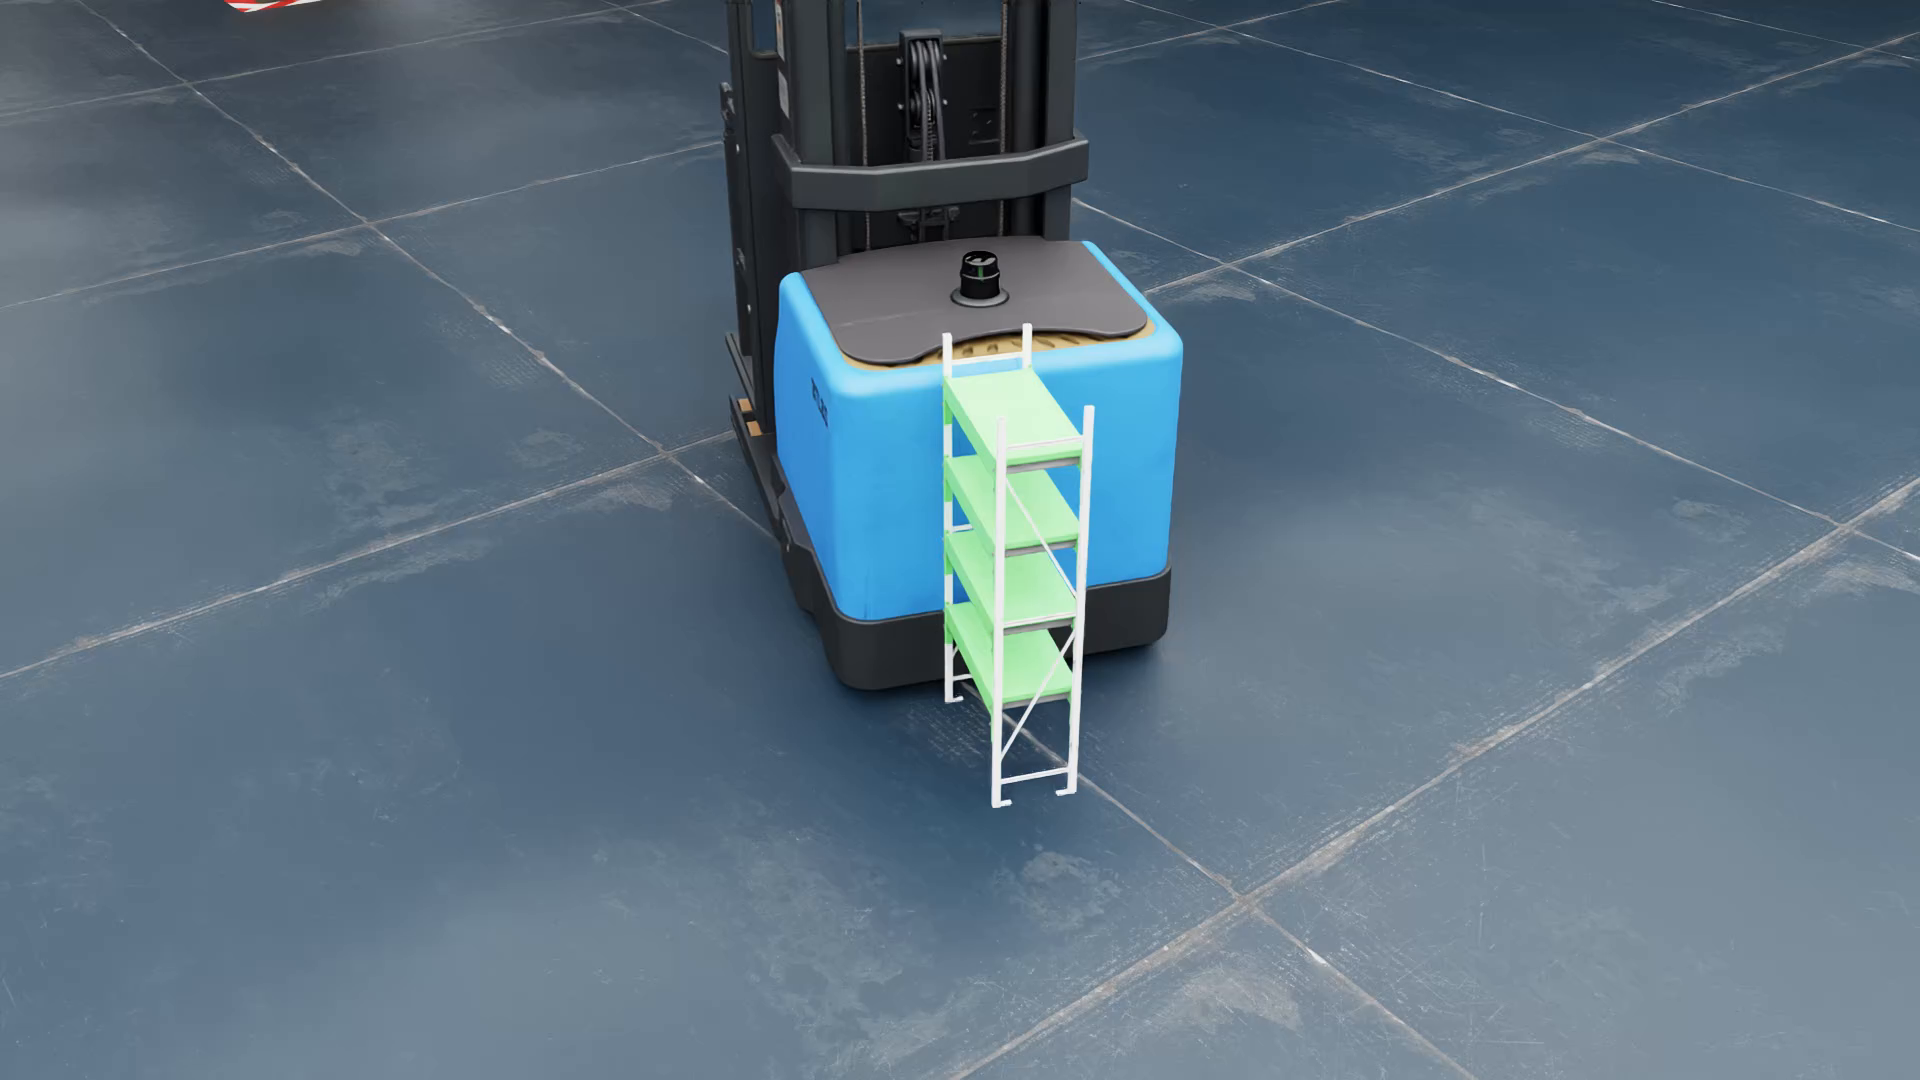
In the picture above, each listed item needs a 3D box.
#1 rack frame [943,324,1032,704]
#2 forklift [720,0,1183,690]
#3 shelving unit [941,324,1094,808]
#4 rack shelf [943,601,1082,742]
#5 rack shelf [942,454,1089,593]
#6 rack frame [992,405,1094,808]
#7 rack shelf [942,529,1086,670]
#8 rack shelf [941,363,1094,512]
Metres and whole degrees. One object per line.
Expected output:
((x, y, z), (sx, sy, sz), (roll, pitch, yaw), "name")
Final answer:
((0.072, -0.042, 4.680), (0.240, 1.200, 0.015), (-8, 33, -13), "rack frame")
((-0.248, -1.572, 5.503), (1.130, 2.935, 3.031), (-9, 33, -13), "forklift")
((0.138, 0.082, 4.480), (0.258, 1.200, 0.503), (-8, 33, -13), "shelving unit")
((0.138, 0.340, 4.641), (0.258, 0.148, 0.480), (-8, 33, -13), "rack shelf")
((0.138, -0.067, 4.388), (0.258, 0.148, 0.480), (-8, 33, -13), "rack shelf")
((0.205, 0.206, 4.281), (0.240, 1.200, 0.015), (-8, 33, -13), "rack frame")
((0.138, 0.136, 4.514), (0.258, 0.148, 0.480), (-8, 33, -13), "rack shelf")
((0.138, -0.271, 4.261), (0.258, 0.148, 0.480), (-8, 33, -13), "rack shelf")
